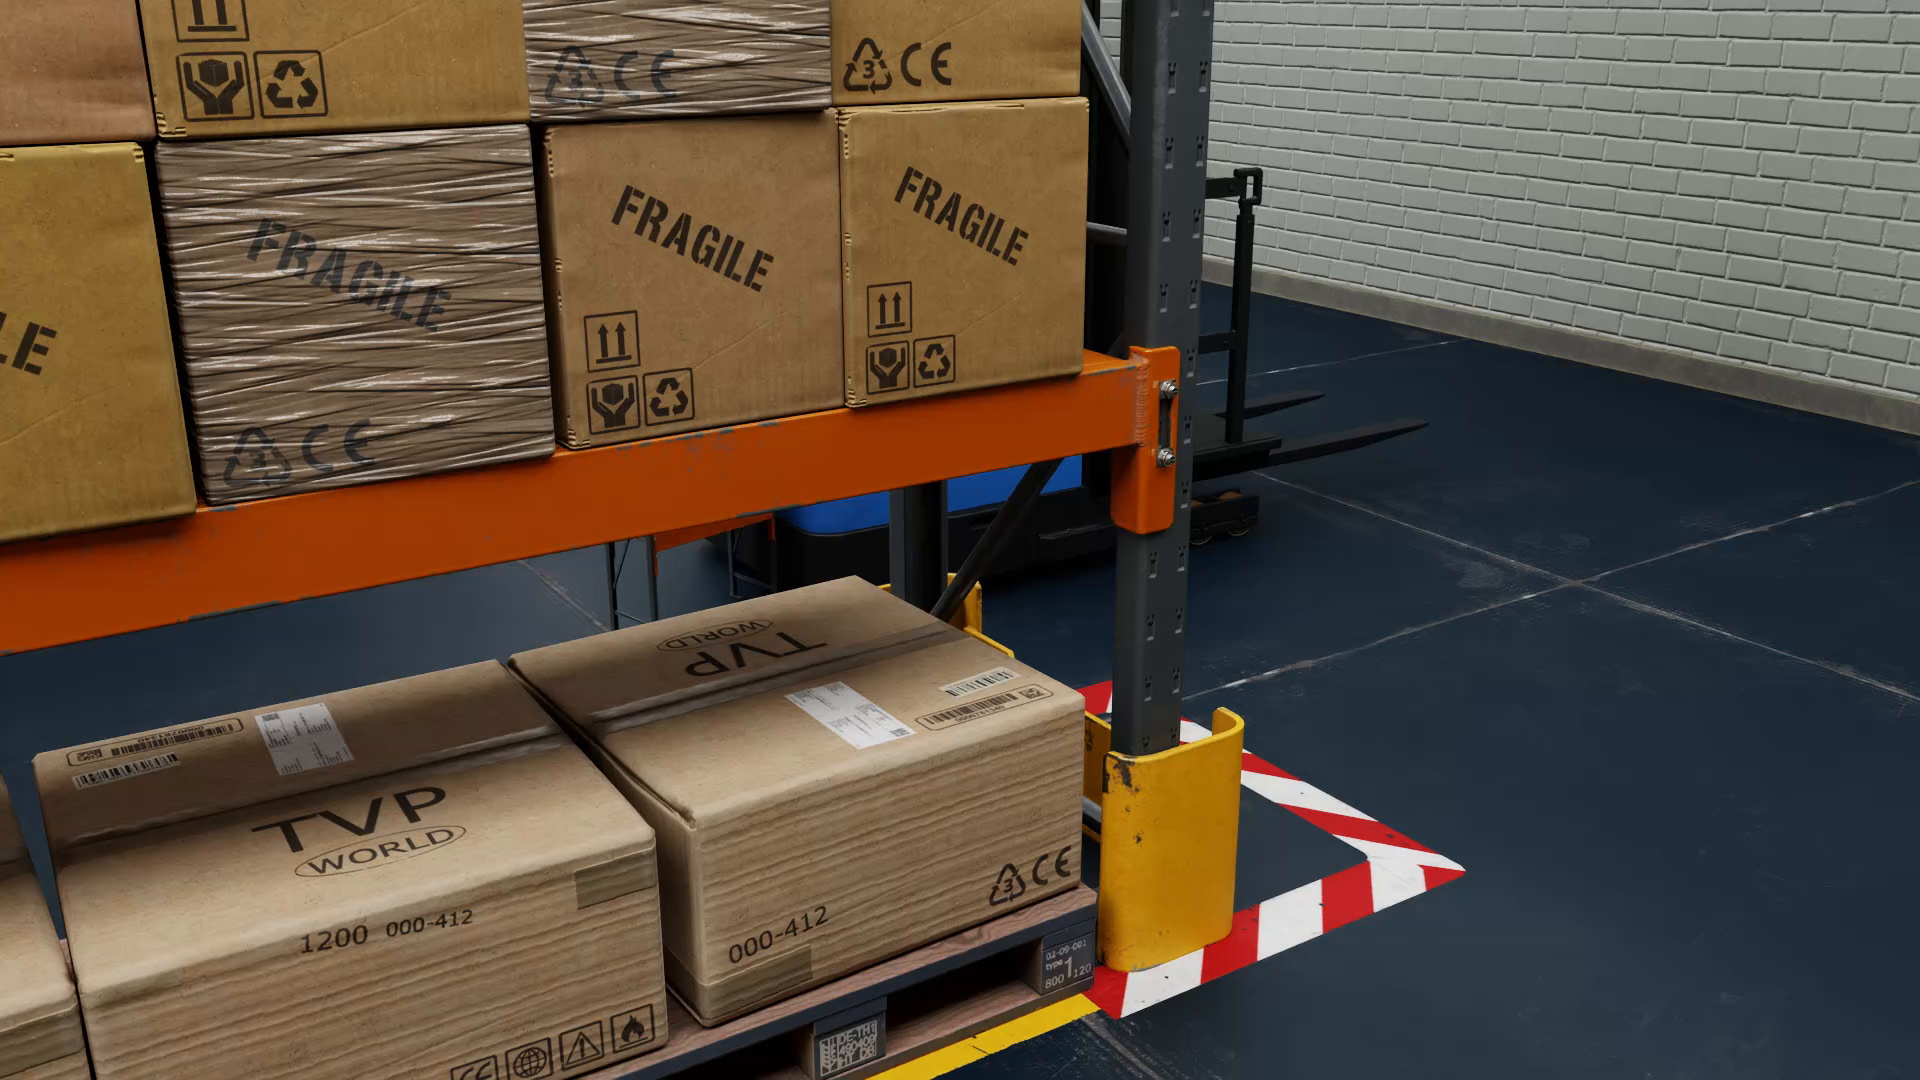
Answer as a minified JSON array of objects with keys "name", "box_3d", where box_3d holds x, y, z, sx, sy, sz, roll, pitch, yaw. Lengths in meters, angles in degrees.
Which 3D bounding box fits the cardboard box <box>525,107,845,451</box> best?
[{"name":"cardboard box","box_3d":[-0.540,-0.484,2.837,0.500,0.500,0.500,-12,22,-33]}]

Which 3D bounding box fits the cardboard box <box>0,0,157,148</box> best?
[{"name":"cardboard box","box_3d":[-1.383,-0.775,2.137,0.500,0.500,0.500,-12,22,-32]}]

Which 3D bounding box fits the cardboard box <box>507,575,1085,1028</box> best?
[{"name":"cardboard box","box_3d":[-0.352,0.481,3.484,0.875,0.438,0.875,-13,23,-33]}]

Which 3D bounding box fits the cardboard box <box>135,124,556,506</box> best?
[{"name":"cardboard box","box_3d":[-0.965,-0.391,2.561,0.500,0.500,0.500,-11,22,-30]}]

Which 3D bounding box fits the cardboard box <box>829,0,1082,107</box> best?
[{"name":"cardboard box","box_3d":[-0.127,-1.049,2.948,0.500,0.500,0.500,-11,22,-30]}]

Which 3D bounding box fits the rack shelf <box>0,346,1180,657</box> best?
[{"name":"rack shelf","box_3d":[-1.526,0.016,2.637,4.000,0.370,1.077,-12,22,-31]}]

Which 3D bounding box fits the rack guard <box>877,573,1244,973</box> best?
[{"name":"rack guard","box_3d":[0.164,0.503,3.976,0.348,0.500,1.175,-12,22,-31]}]

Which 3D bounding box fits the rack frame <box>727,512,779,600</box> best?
[{"name":"rack frame","box_3d":[-0.692,-0.352,5.411,0.240,1.200,0.015,17,25,40]}]

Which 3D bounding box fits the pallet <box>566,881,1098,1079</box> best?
[{"name":"pallet","box_3d":[-0.480,0.806,3.532,1.213,0.211,1.003,-12,22,-31]}]

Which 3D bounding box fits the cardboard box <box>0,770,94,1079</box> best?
[{"name":"cardboard box","box_3d":[-1.866,0.803,2.532,0.875,0.438,0.875,-13,22,-33]}]

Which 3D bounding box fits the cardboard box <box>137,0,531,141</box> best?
[{"name":"cardboard box","box_3d":[-0.962,-0.863,2.397,0.500,0.500,0.500,-12,22,-32]}]

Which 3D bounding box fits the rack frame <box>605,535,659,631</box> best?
[{"name":"rack frame","box_3d":[-1.026,-0.238,5.075,0.240,1.200,0.015,17,25,40]}]

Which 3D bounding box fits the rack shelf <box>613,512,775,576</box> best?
[{"name":"rack shelf","box_3d":[-0.859,-0.043,5.328,0.258,0.148,0.480,17,25,40]}]

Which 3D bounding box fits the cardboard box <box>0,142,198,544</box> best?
[{"name":"cardboard box","box_3d":[-1.389,-0.296,2.282,0.500,0.500,0.500,-11,22,-30]}]

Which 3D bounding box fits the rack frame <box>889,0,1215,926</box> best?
[{"name":"rack frame","box_3d":[0.144,-0.677,3.563,0.127,3.000,1.000,-12,22,-31]}]

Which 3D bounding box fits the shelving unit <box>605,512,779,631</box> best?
[{"name":"shelving unit","box_3d":[-0.859,-0.295,5.243,0.258,1.200,0.503,17,25,40]}]

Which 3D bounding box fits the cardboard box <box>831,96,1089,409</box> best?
[{"name":"cardboard box","box_3d":[-0.113,-0.569,3.087,0.500,0.500,0.500,-12,22,-31]}]

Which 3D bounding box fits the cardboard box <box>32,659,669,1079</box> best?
[{"name":"cardboard box","box_3d":[-1.112,0.644,3.000,0.875,0.438,0.875,-11,22,-30]}]

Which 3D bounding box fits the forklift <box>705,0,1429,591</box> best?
[{"name":"forklift","box_3d":[0.529,-1.498,6.100,3.031,2.935,1.130,-12,22,-31]}]

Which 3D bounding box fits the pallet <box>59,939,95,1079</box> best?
[{"name":"pallet","box_3d":[-1.498,1.019,2.900,1.213,0.211,1.003,-12,22,-31]}]

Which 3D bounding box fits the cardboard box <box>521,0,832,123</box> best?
[{"name":"cardboard box","box_3d":[-0.548,-0.949,2.652,0.500,0.500,0.500,-12,22,-31]}]
